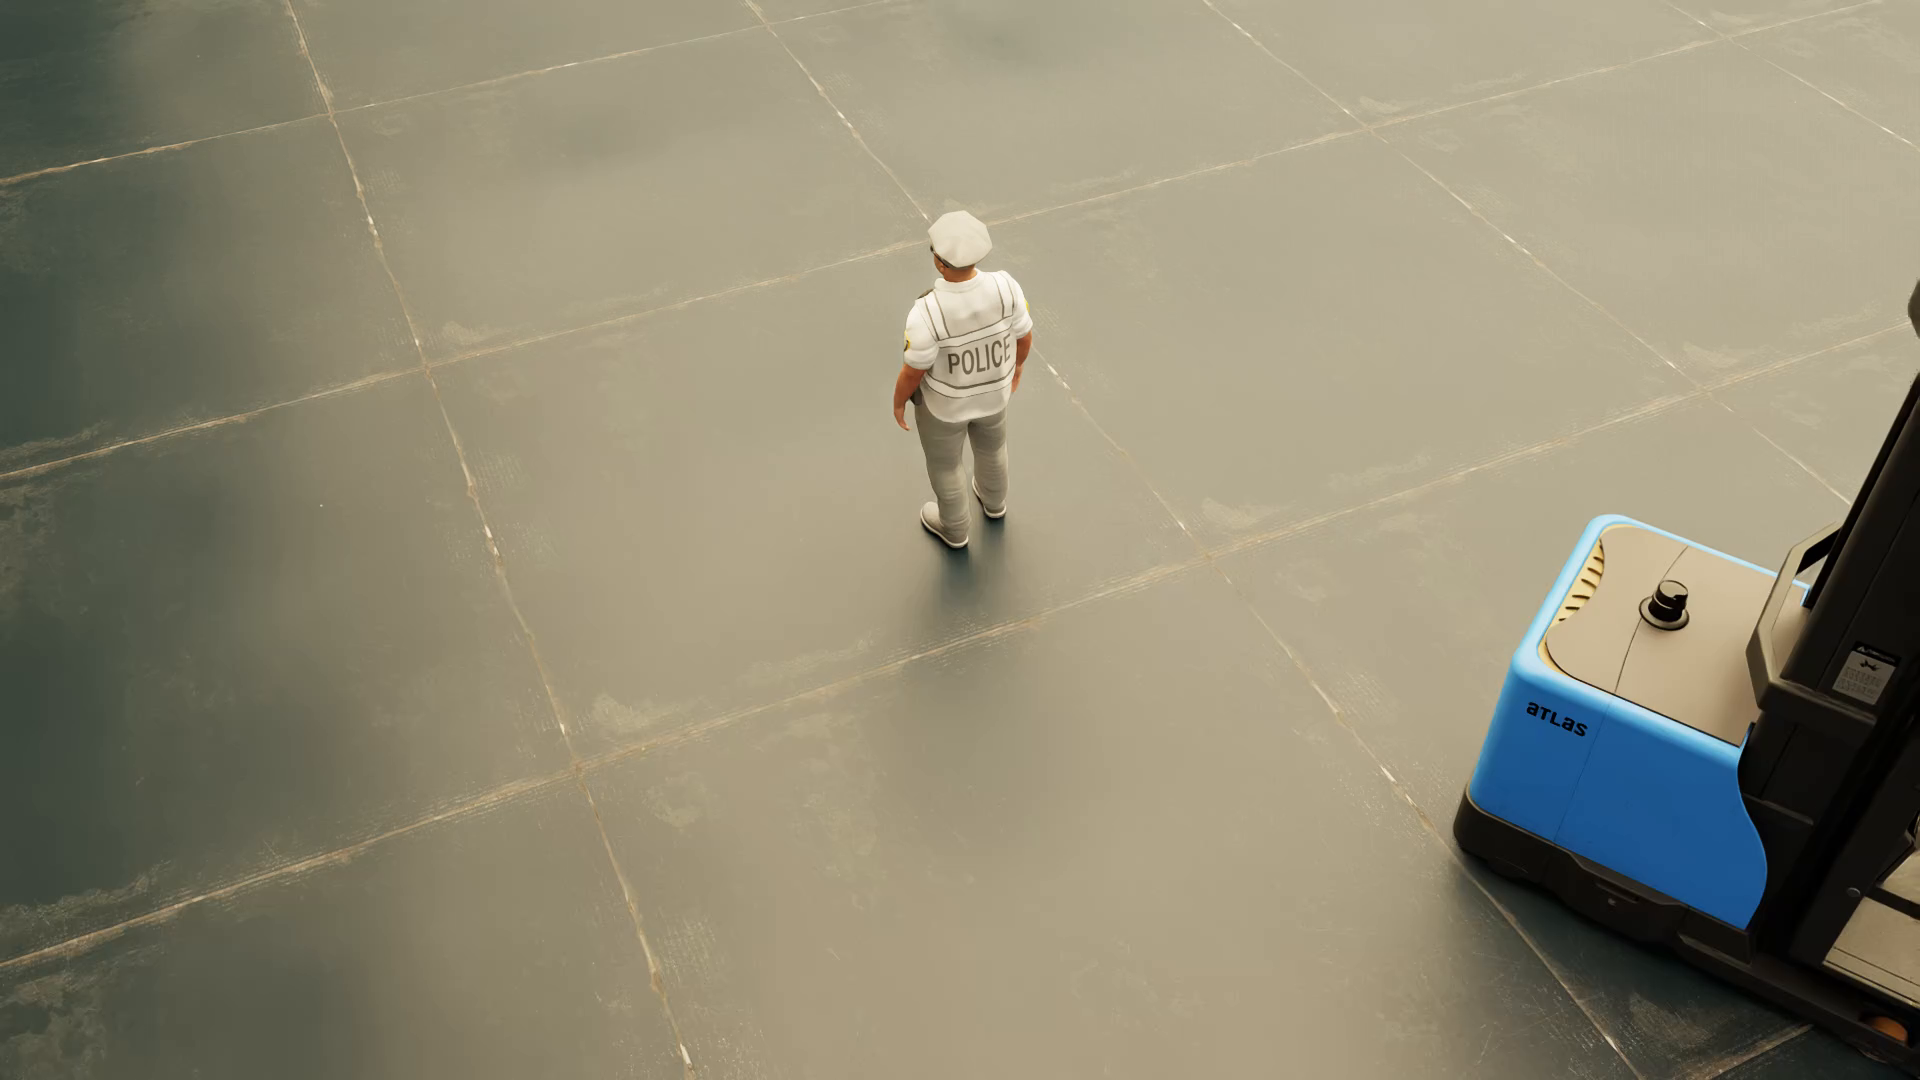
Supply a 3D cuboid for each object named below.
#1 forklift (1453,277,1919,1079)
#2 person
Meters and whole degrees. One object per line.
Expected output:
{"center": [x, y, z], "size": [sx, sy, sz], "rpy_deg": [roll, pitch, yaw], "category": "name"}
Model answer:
{"center": [3.439, 0.420, 5.230], "size": [3.031, 2.935, 1.130], "rpy_deg": [24, 48, 24], "category": "forklift"}
{"center": [-0.021, -0.708, 7.271], "size": [0.640, 1.781, 0.575], "rpy_deg": [-18, 46, -18], "category": "person"}
